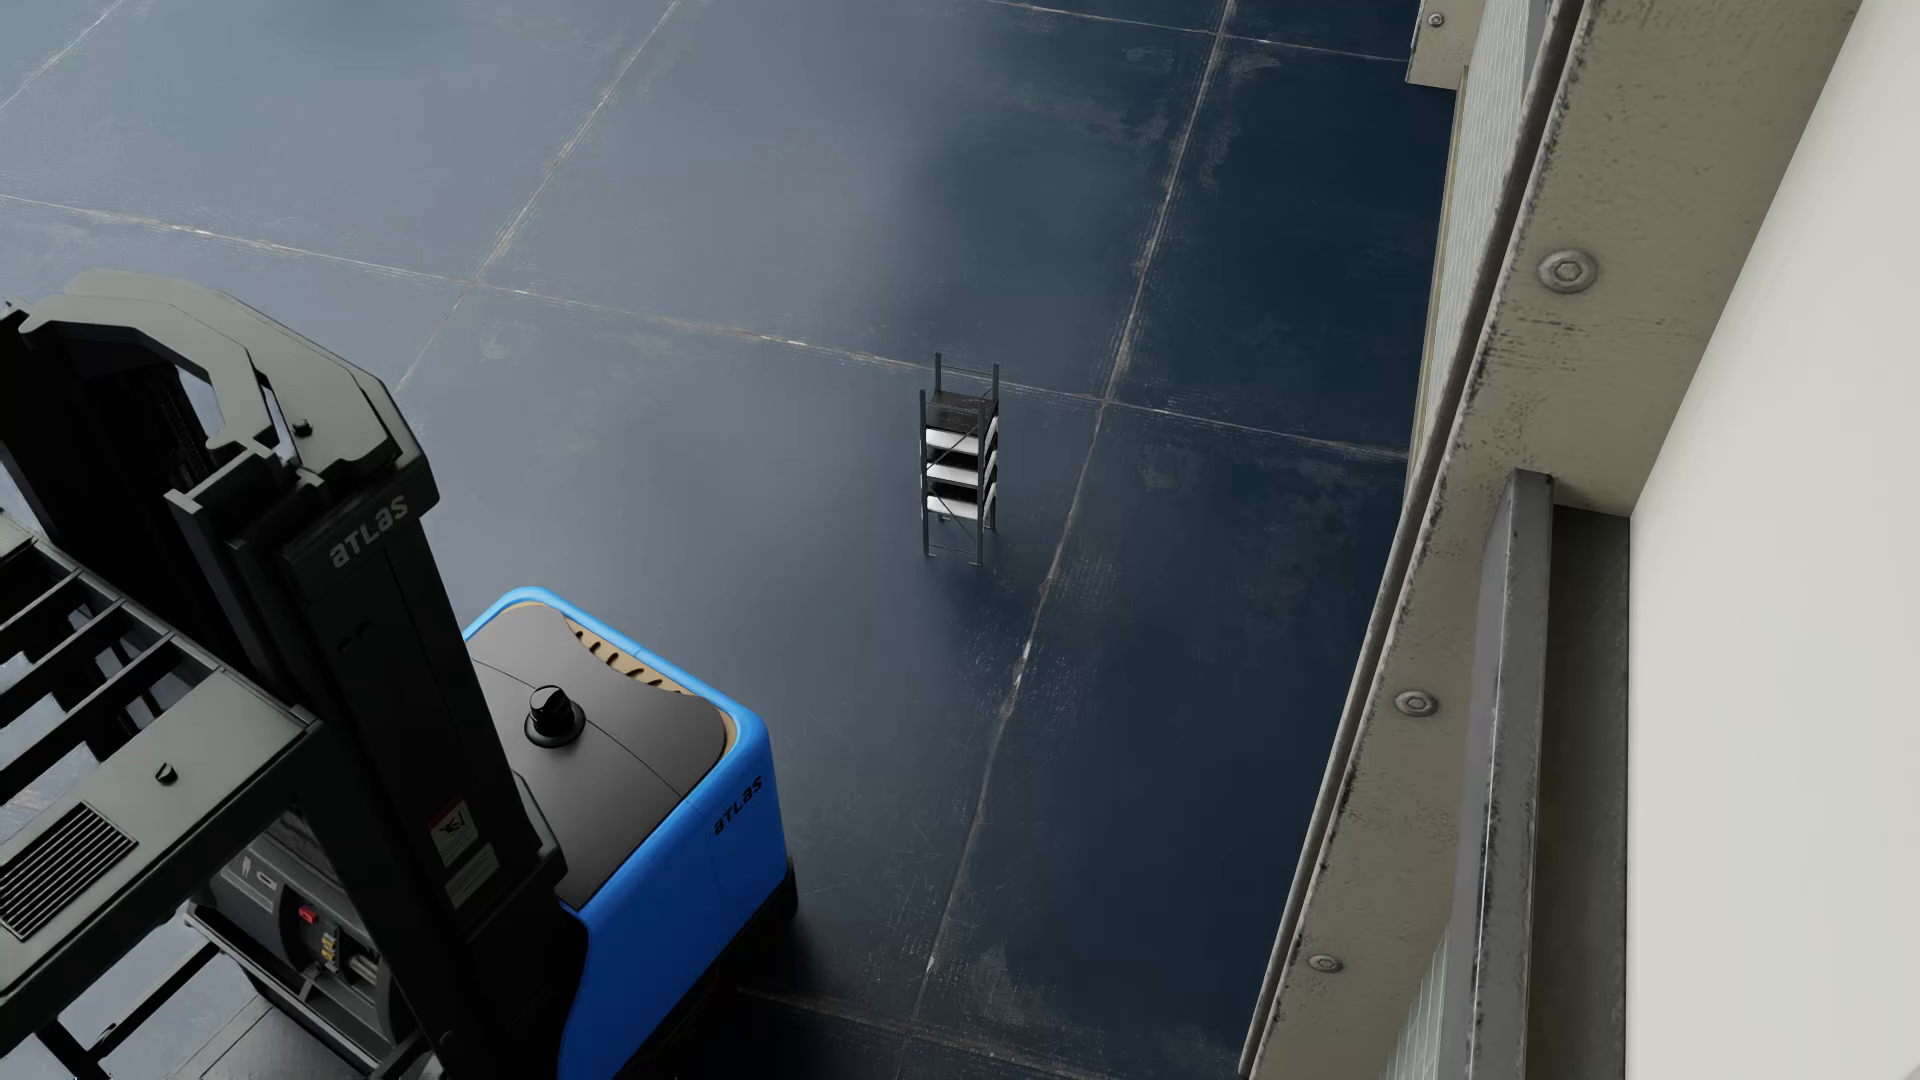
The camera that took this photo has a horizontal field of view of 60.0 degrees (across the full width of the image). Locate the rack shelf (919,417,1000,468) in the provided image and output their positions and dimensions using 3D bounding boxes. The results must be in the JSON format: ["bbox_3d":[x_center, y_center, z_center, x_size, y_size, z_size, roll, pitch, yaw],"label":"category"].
[{"bbox_3d":[-0.002,-0.389,6.216,0.258,0.077,0.200,12,50,10],"label":"rack shelf"}]

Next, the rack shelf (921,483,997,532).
[{"bbox_3d":[-0.002,-0.151,6.486,0.258,0.077,0.200,12,50,10],"label":"rack shelf"}]

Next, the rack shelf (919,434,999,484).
[{"bbox_3d":[-0.002,-0.329,6.284,0.258,0.077,0.200,12,50,10],"label":"rack shelf"}]

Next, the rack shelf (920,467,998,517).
[{"bbox_3d":[-0.002,-0.210,6.419,0.258,0.077,0.200,12,50,10],"label":"rack shelf"}]

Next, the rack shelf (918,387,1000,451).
[{"bbox_3d":[-0.002,-0.449,6.149,0.258,0.077,0.200,12,50,10],"label":"rack shelf"}]

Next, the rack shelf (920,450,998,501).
[{"bbox_3d":[-0.002,-0.270,6.351,0.258,0.077,0.200,12,50,10],"label":"rack shelf"}]

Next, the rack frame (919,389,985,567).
[{"bbox_3d":[-0.029,-0.218,6.261,0.240,0.900,0.006,12,50,10],"label":"rack frame"}]

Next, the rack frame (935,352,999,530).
[{"bbox_3d":[0.025,-0.365,6.391,0.240,0.900,0.006,12,50,10],"label":"rack frame"}]

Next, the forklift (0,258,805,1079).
[{"bbox_3d":[-1.767,0.953,3.873,1.130,2.935,3.031,27,54,22],"label":"forklift"}]

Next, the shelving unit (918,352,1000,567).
[{"bbox_3d":[-0.002,-0.292,6.326,0.258,0.900,0.210,12,50,10],"label":"shelving unit"}]

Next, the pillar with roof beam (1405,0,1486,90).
[{"bbox_3d":[-1.594,-6.365,6.285,9.100,9.000,0.400,12,50,10],"label":"pillar with roof beam"}]
